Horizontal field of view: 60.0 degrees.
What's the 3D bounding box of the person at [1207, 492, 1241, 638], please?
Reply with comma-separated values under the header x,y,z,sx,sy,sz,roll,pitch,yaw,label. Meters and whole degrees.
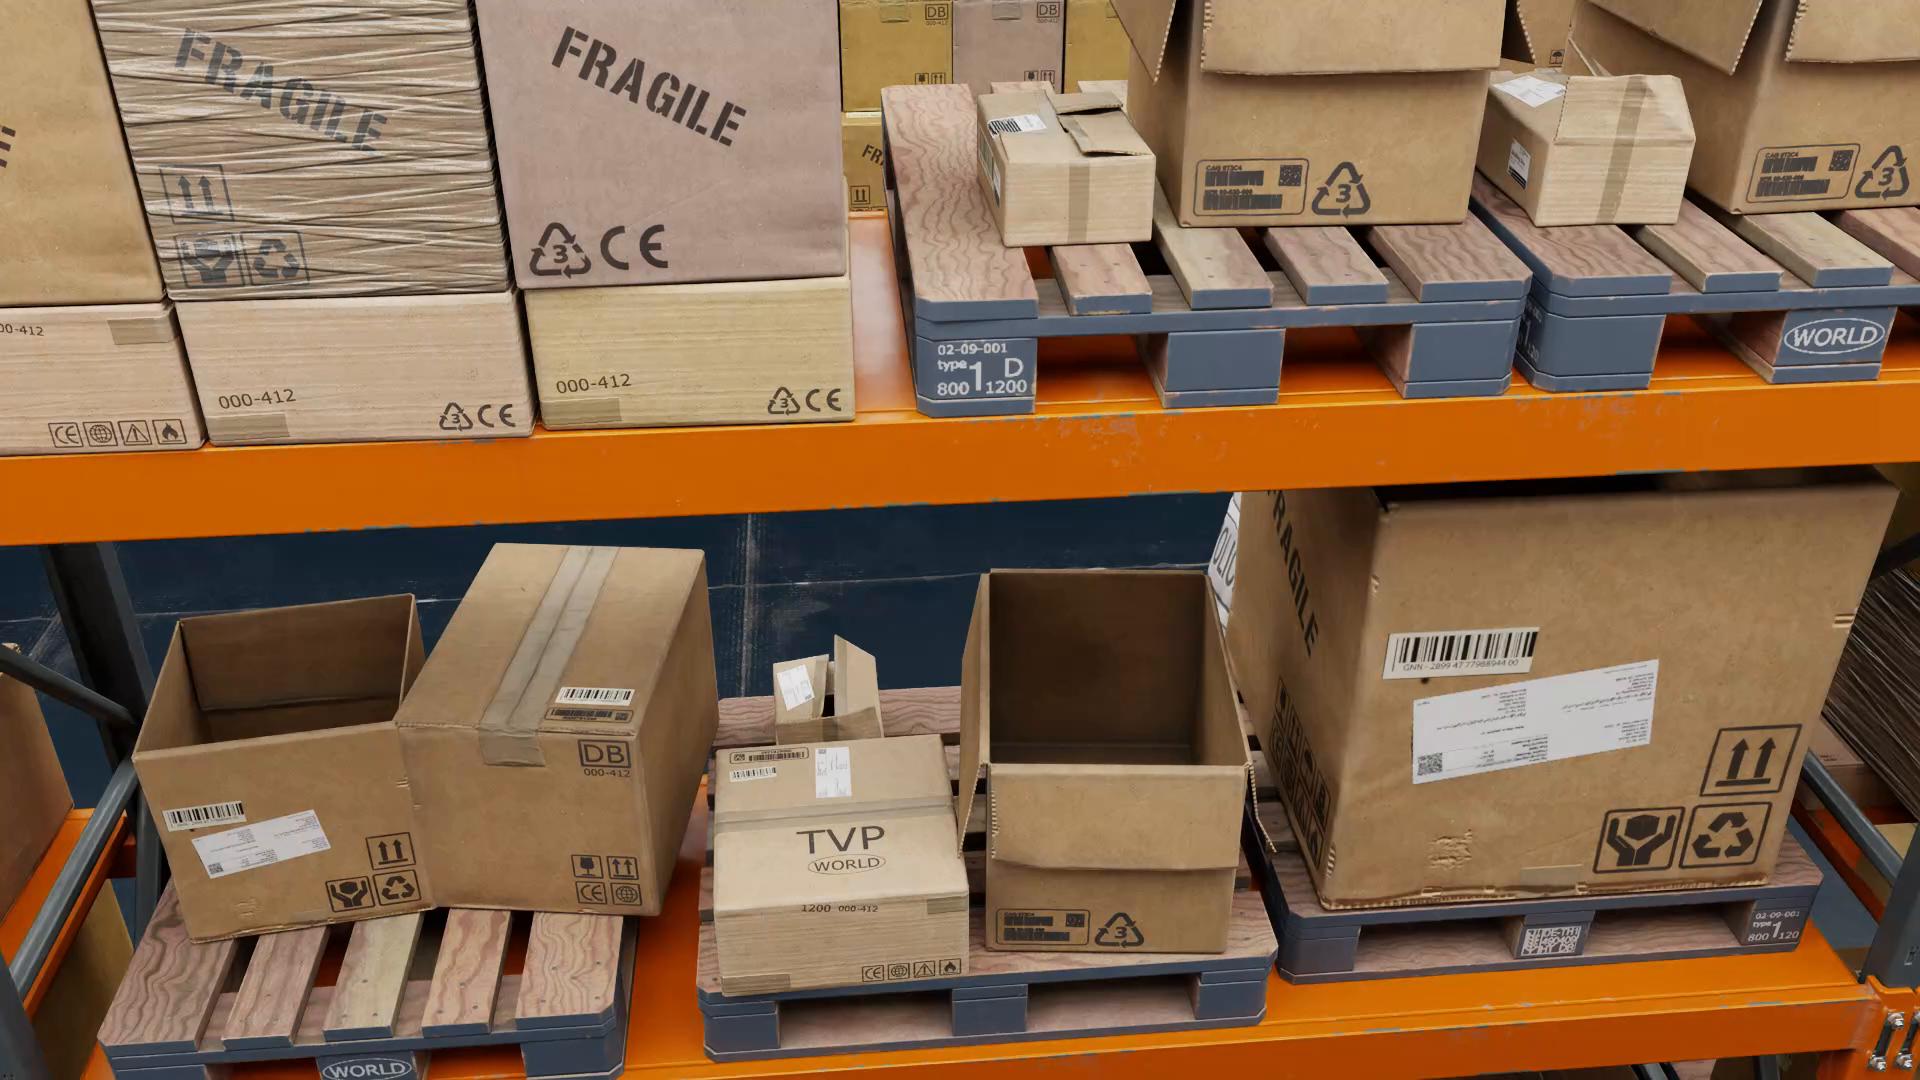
x,y,z,sx,sy,sz,roll,pitch,yaw,label
1.045,0.344,5.552,0.447,1.747,0.603,-5,31,-8,person
